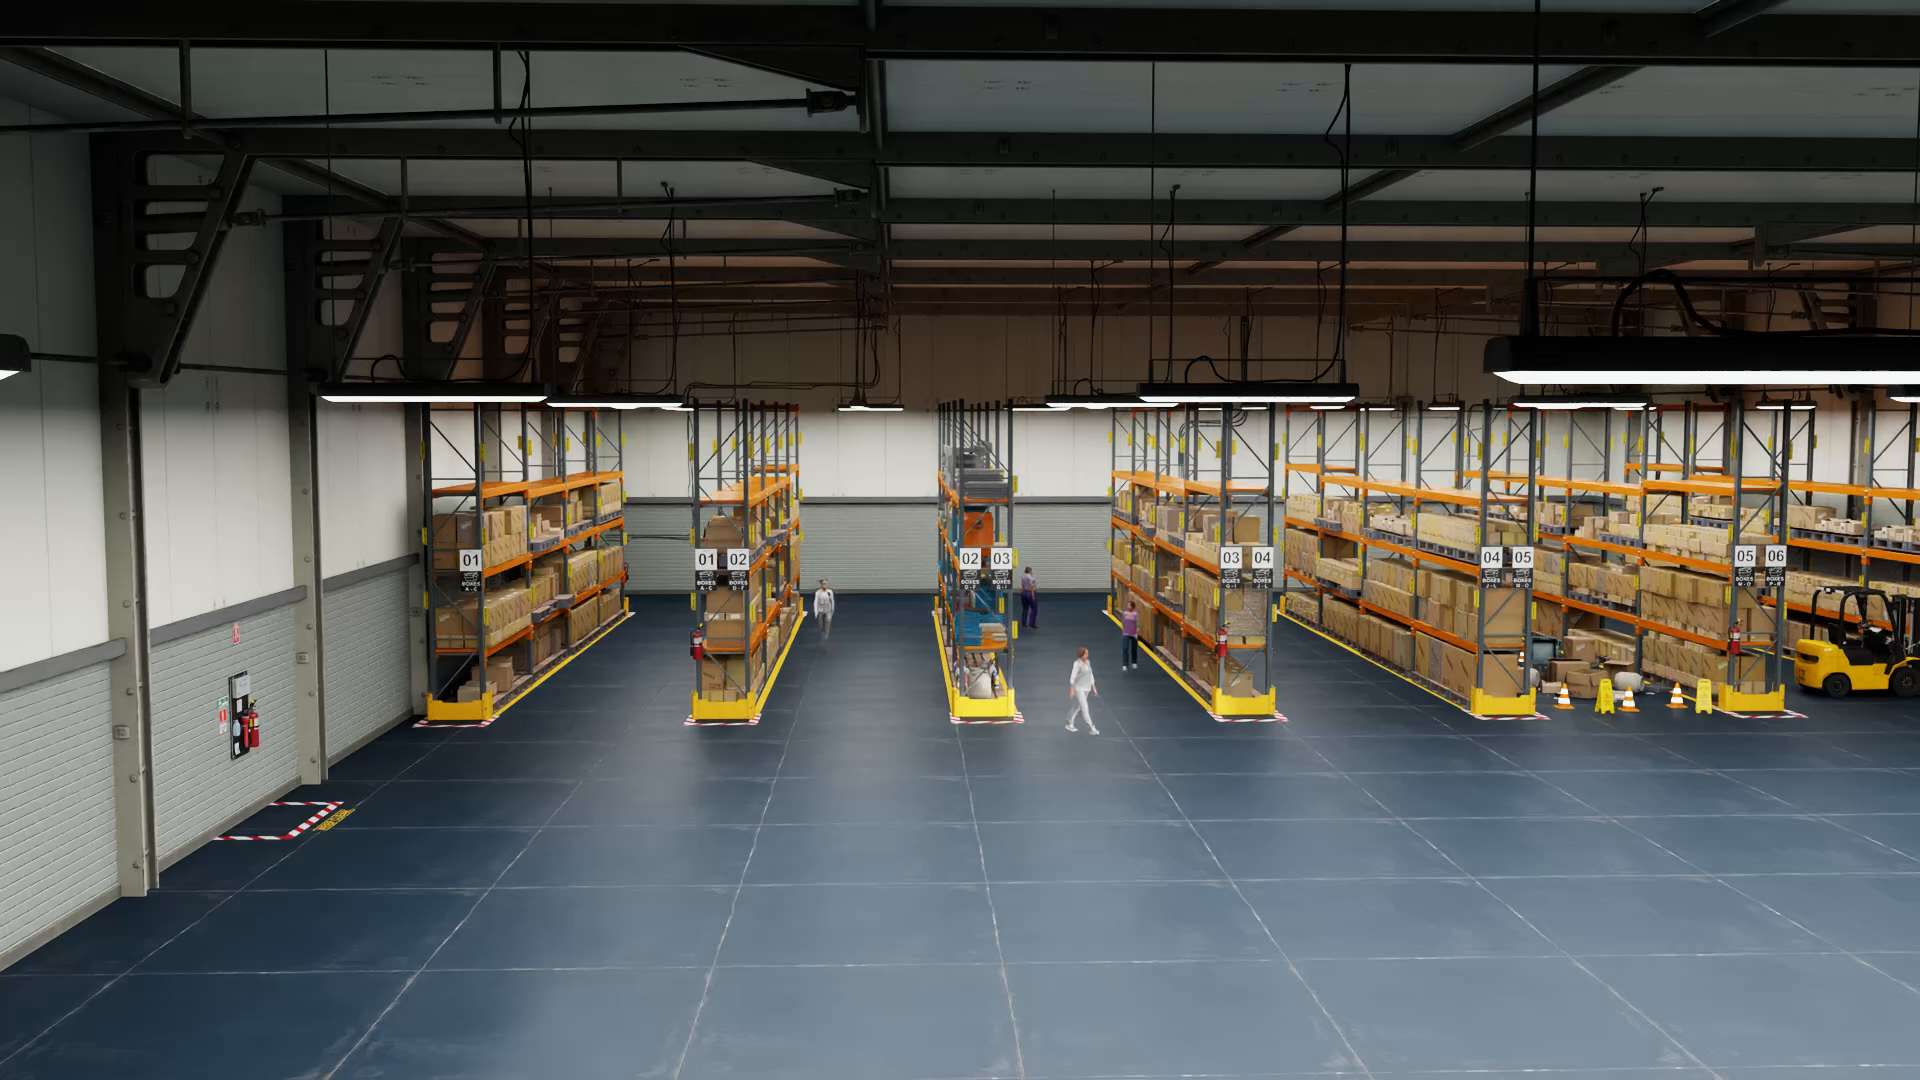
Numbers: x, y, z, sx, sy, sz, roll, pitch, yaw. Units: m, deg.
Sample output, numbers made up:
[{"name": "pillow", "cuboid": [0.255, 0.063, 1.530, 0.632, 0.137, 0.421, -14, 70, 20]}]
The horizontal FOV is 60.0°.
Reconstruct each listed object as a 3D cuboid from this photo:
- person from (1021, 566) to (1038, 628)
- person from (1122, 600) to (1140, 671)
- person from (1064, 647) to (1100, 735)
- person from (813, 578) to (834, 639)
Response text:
[{"name": "person", "cuboid": [1.819, 1.558, 44.506, 0.434, 1.694, 0.555, -4, 6, -42]}, {"name": "person", "cuboid": [3.786, 2.122, 36.916, 0.428, 1.554, 0.898, 1, 4, 14]}, {"name": "person", "cuboid": [2.217, 2.677, 29.628, 0.942, 1.550, 0.471, 4, 6, 40]}, {"name": "person", "cuboid": [-3.316, 1.656, 40.442, 0.488, 1.448, 1.041, 0, 4, 1]}]
